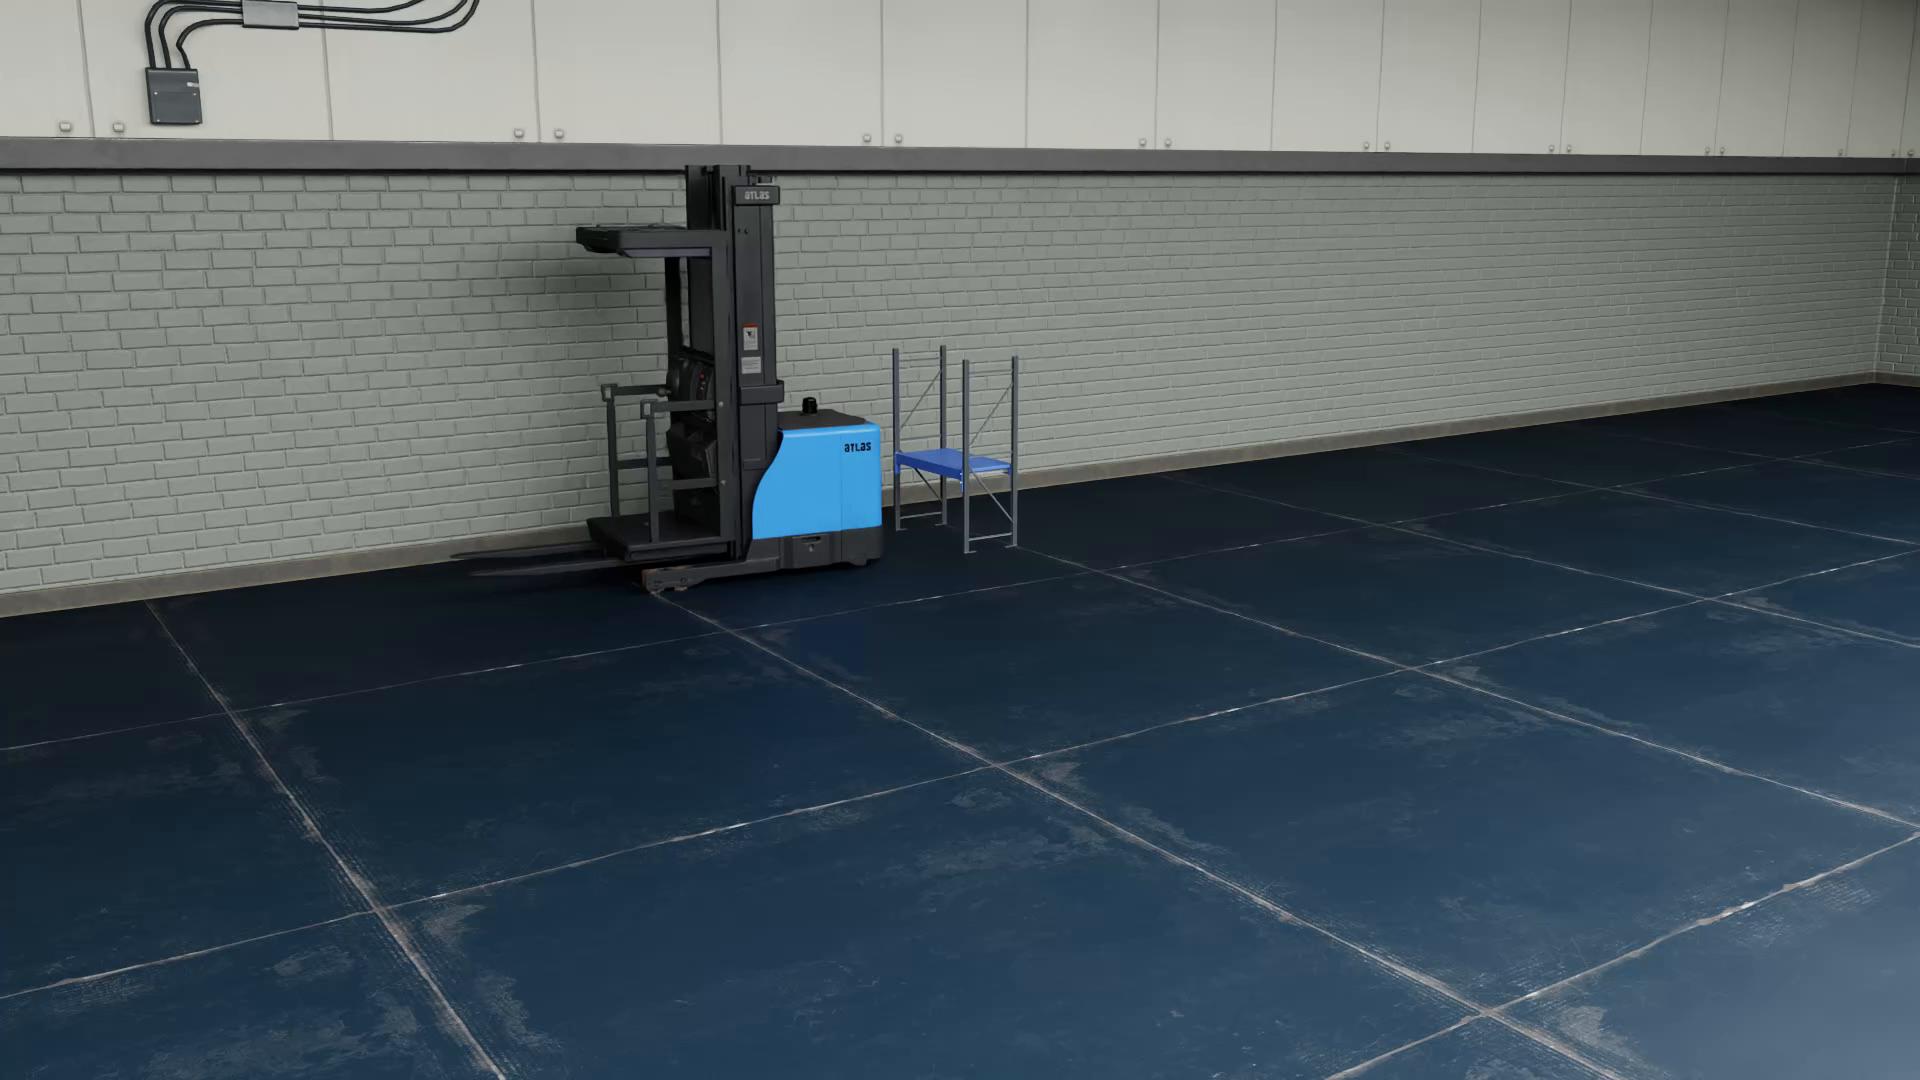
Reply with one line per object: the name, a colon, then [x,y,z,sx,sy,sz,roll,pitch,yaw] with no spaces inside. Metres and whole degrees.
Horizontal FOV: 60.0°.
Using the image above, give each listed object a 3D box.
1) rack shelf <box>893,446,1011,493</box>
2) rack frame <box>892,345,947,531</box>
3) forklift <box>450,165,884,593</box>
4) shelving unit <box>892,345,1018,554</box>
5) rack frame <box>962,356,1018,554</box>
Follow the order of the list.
rack shelf: [-0.047,-0.572,13.309,0.538,0.185,1.000,-8,15,-33]
rack frame: [-0.329,-0.838,13.684,0.500,1.500,0.032,-8,15,-33]
forklift: [-2.121,-1.186,11.923,3.031,2.935,1.130,-6,14,-27]
shelving unit: [-0.047,-0.748,13.271,0.538,1.500,1.048,-8,15,-33]
rack frame: [0.234,-0.657,12.857,0.500,1.500,0.032,-8,15,-33]
